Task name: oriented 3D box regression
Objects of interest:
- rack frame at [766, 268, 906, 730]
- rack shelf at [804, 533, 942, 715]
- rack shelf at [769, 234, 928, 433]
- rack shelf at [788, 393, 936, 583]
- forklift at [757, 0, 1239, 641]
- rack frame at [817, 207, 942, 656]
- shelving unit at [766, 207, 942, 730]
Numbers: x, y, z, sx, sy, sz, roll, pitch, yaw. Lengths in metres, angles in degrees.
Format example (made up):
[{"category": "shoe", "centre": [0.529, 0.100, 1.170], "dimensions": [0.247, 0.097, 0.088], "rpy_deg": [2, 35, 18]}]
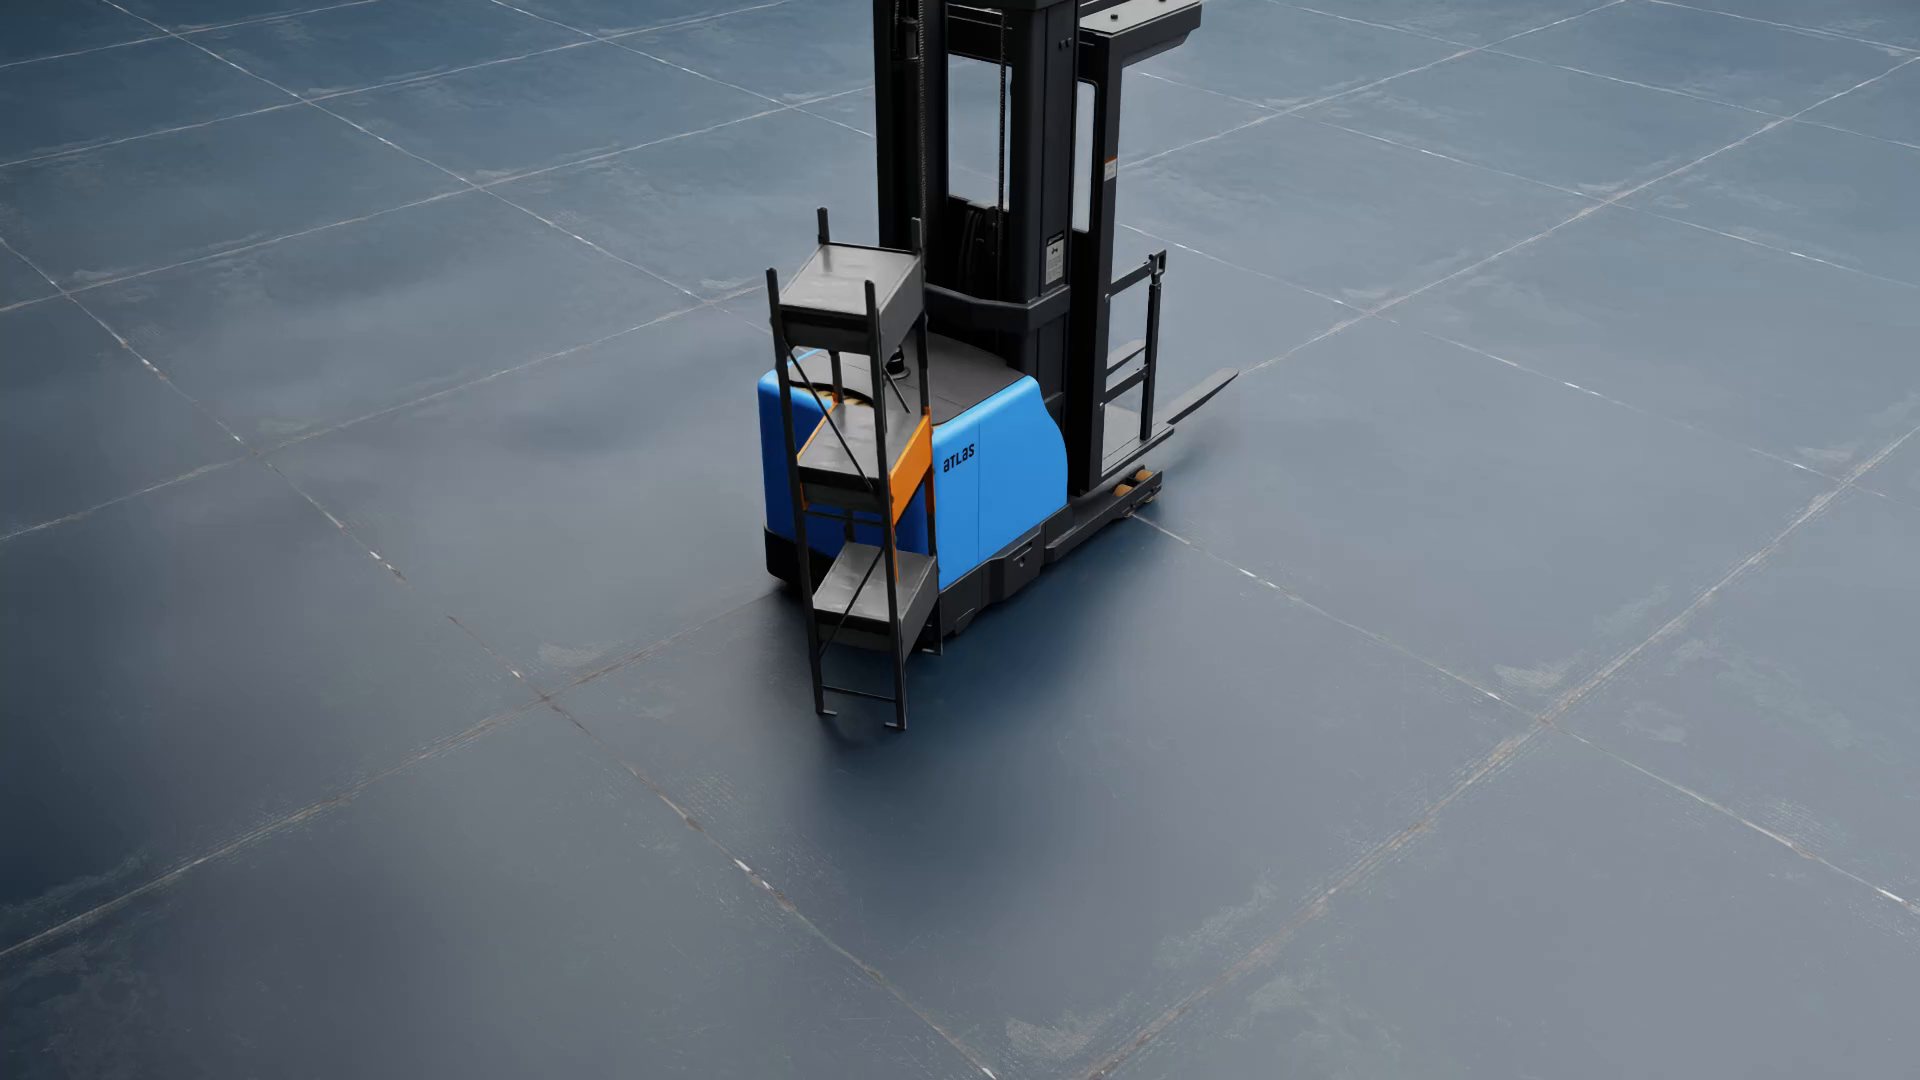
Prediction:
[{"category": "rack frame", "centre": [-0.450, -0.078, 6.372], "dimensions": [0.400, 2.100, 0.015], "rpy_deg": [9, 39, 15]}, {"category": "rack shelf", "centre": [-0.354, 0.349, 6.987], "dimensions": [0.431, 0.518, 0.480], "rpy_deg": [9, 39, 15]}, {"category": "rack shelf", "centre": [-0.399, -0.767, 6.142], "dimensions": [0.431, 0.518, 0.480], "rpy_deg": [9, 39, 15]}, {"category": "rack shelf", "centre": [-0.376, -0.209, 6.564], "dimensions": [0.431, 0.518, 0.480], "rpy_deg": [9, 39, 15]}, {"category": "forklift", "centre": [0.385, -1.507, 7.905], "dimensions": [1.130, 2.935, 3.031], "rpy_deg": [22, 38, 32]}, {"category": "rack frame", "centre": [-0.303, -0.362, 6.740], "dimensions": [0.400, 2.100, 0.015], "rpy_deg": [9, 39, 15]}, {"category": "shelving unit", "centre": [-0.377, -0.220, 6.556], "dimensions": [0.431, 2.100, 0.503], "rpy_deg": [9, 39, 15]}]
